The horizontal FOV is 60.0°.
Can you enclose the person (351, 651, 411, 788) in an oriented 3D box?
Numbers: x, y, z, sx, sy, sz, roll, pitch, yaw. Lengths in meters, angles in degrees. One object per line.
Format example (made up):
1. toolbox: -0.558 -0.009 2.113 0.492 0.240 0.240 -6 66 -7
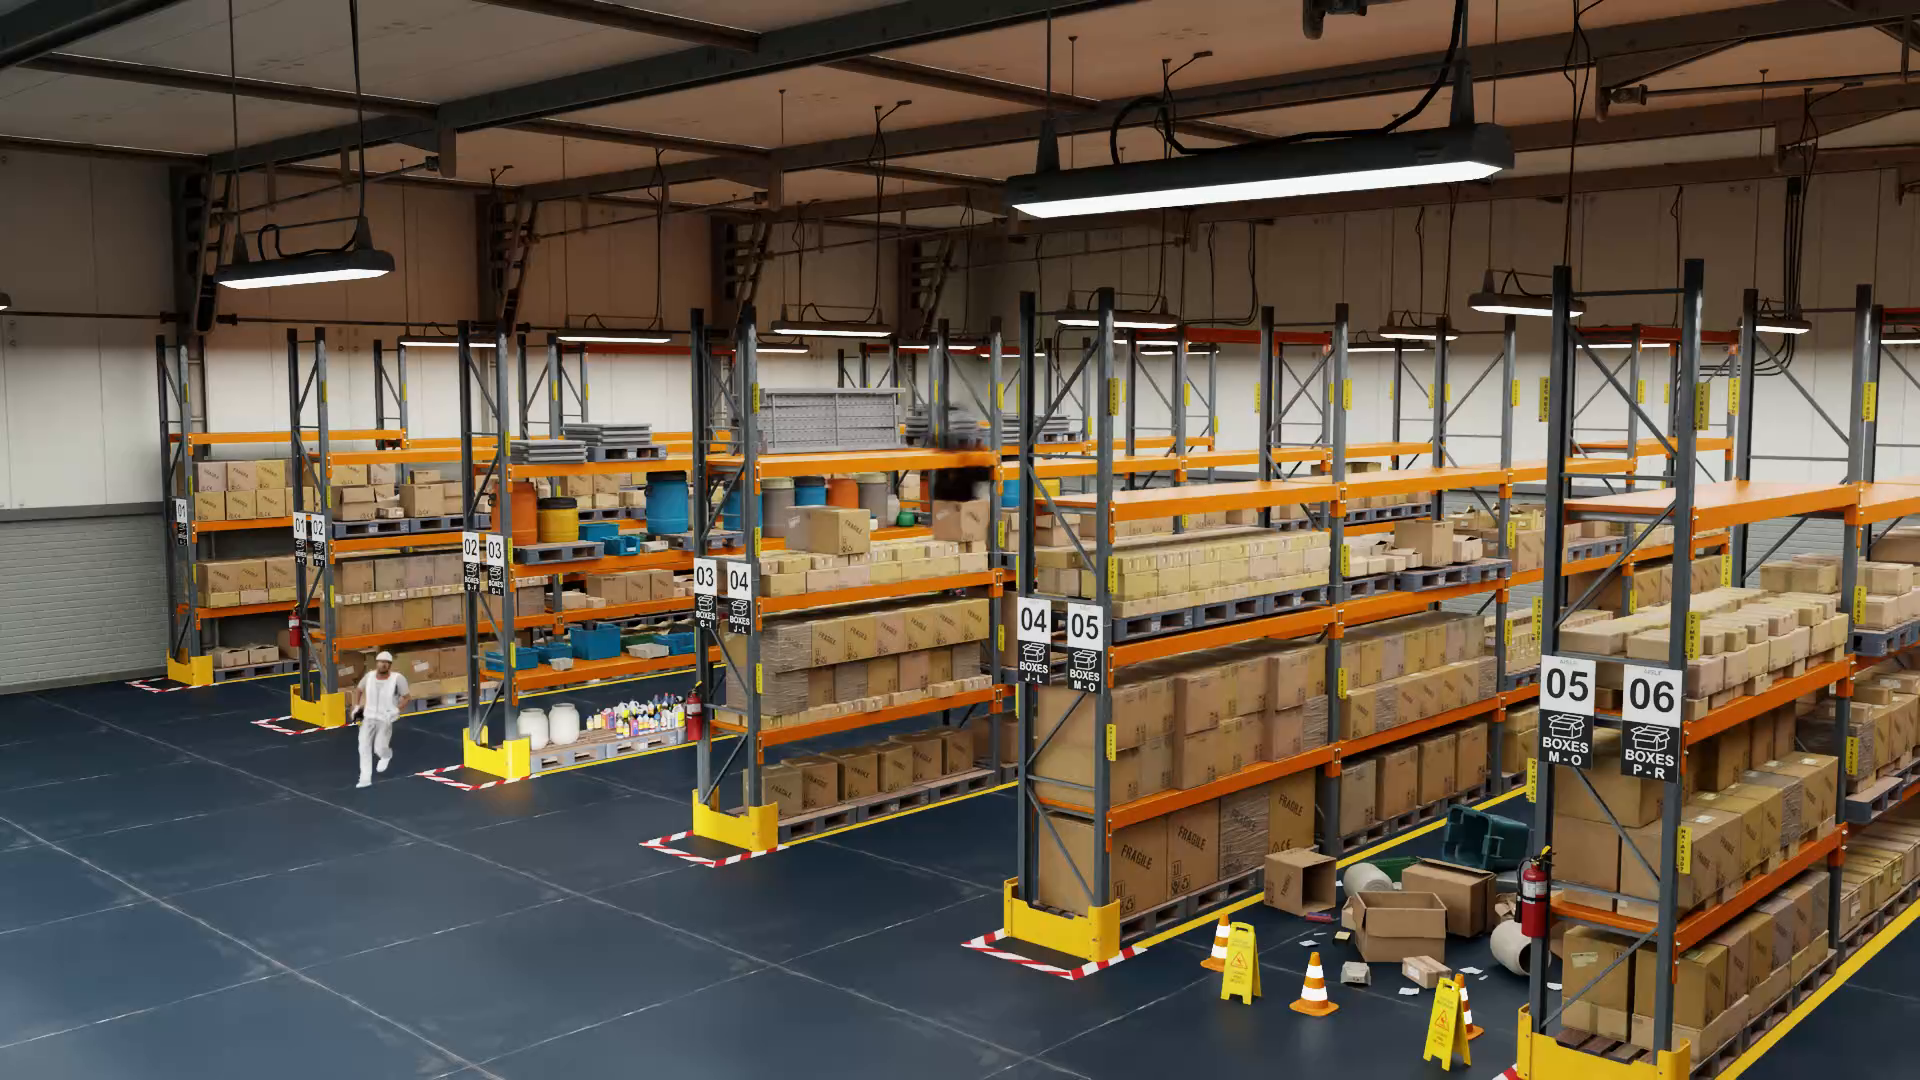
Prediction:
1. person: -7.460 2.292 21.449 0.731 1.735 0.773 0 5 0
